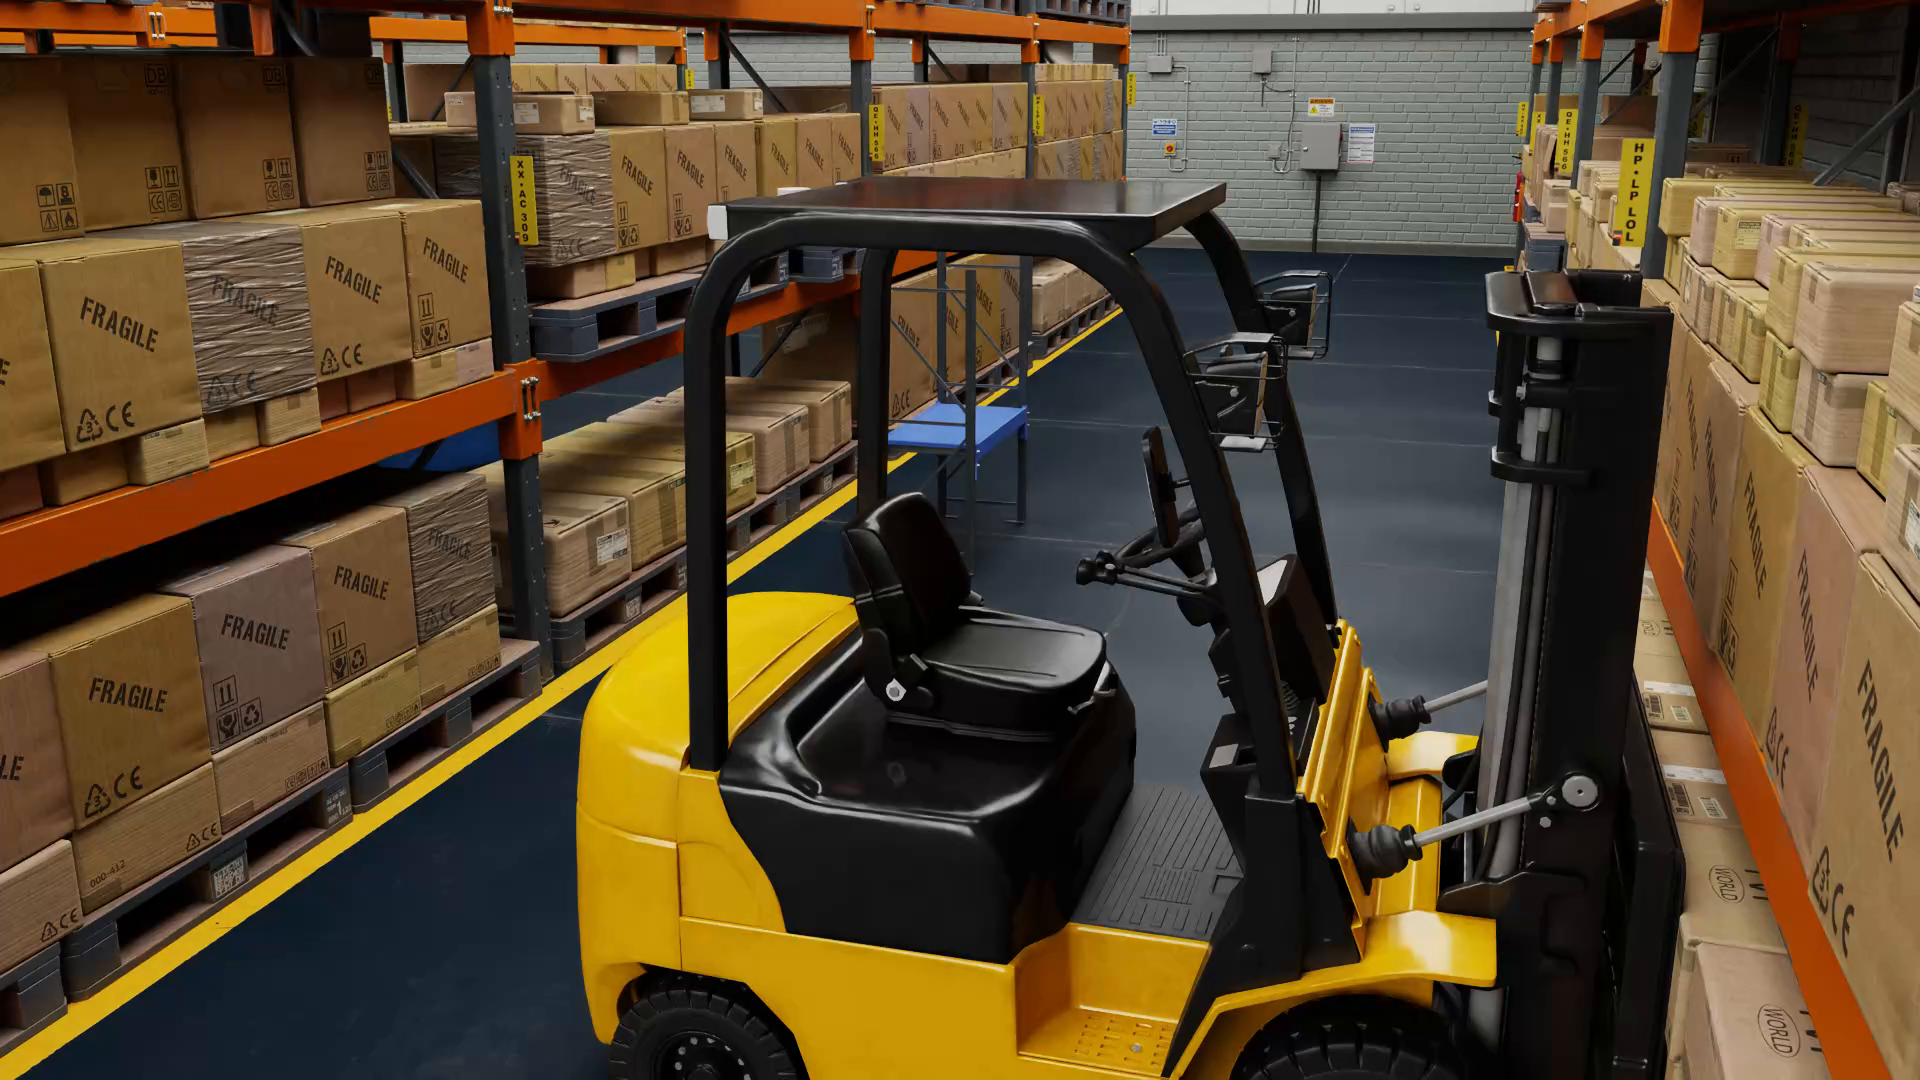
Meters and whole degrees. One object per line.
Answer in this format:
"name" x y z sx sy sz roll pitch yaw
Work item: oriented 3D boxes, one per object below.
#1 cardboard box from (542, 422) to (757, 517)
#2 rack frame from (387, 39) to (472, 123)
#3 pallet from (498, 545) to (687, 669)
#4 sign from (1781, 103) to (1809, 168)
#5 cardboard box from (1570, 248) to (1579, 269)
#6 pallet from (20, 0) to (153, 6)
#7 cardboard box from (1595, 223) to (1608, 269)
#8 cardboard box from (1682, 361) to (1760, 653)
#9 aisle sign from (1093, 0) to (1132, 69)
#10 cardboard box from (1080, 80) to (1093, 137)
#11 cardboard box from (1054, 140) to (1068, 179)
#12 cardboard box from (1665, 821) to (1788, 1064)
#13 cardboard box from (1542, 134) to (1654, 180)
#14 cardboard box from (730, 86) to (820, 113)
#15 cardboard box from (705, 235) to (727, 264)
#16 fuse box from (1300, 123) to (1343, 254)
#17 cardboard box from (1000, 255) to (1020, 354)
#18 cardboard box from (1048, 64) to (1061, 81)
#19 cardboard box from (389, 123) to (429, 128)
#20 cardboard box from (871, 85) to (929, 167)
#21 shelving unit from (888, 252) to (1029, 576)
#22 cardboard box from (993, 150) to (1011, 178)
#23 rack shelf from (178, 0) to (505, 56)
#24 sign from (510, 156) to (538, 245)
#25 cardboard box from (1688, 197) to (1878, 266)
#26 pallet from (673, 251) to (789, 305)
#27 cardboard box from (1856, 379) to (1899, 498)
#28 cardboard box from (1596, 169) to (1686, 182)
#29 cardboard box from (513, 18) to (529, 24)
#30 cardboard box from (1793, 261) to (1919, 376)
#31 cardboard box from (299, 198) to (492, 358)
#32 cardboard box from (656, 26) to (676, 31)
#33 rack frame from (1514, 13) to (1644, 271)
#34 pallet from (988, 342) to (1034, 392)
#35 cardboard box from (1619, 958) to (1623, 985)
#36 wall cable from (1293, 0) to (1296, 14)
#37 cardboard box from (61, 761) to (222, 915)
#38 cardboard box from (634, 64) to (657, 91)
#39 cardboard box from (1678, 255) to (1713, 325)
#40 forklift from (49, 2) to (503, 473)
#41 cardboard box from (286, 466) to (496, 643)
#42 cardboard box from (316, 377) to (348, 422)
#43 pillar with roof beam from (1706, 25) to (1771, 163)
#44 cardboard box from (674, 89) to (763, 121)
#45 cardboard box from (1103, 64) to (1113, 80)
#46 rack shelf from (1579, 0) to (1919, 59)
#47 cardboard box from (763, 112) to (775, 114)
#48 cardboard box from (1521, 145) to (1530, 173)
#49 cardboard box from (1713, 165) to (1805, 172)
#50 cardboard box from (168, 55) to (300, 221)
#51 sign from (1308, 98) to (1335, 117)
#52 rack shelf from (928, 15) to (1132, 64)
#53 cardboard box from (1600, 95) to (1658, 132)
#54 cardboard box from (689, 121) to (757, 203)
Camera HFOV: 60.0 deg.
"cardboard box" -1.614 -0.340 8.577 0.950 0.372 0.625 5 17 18
"rack frame" -4.659 -3.345 15.124 1.000 3.000 0.127 5 16 16
"pallet" -1.938 0.243 7.584 1.003 0.211 1.213 5 16 16
"sign" 4.272 -2.072 8.514 0.100 0.325 0.005 5 16 16
"cardboard box" 3.231 -1.256 8.036 0.500 0.250 0.500 4 16 15
"pallet" -5.928 -3.478 10.443 1.213 0.211 1.003 5 17 18
"cardboard box" 2.787 -1.095 6.553 0.500 0.250 0.500 5 17 17
"cardboard box" 1.788 -0.063 3.369 0.500 0.500 0.500 5 17 16
"aisle sign" 1.570 -5.279 17.181 0.394 0.787 0.004 5 16 16
"cardboard box" 0.935 -4.019 15.485 0.500 0.500 0.500 5 16 15
"cardboard box" 0.647 -3.269 14.675 0.500 0.500 0.500 5 17 16
"cardboard box" 1.571 0.764 3.074 0.500 0.250 0.500 5 17 17
"cardboard box" 4.026 -2.250 10.306 0.797 0.503 0.637 4 16 15
"cardboard box" -1.125 -2.625 10.573 0.500 0.500 0.500 4 16 14
"cardboard box" -1.301 -1.434 8.080 0.380 0.149 0.250 5 17 18
"fuse box" 4.805 -4.690 22.228 0.539 1.711 0.414 5 16 16
"cardboard box" 0.016 -1.999 13.503 0.875 0.875 0.875 5 17 18
"cardboard box" 0.673 -4.090 14.546 0.380 0.149 0.250 5 16 15
"cardboard box" -4.737 -3.454 14.111 0.380 0.149 0.250 4 16 14
"cardboard box" -0.515 -2.710 10.873 0.500 0.500 0.500 5 16 16
"shelving unit" -0.024 -0.699 8.546 0.538 1.500 1.048 5 16 16
"cardboard box" 0.089 -2.890 12.880 0.500 0.250 0.500 5 17 17
"rack shelf" -2.726 -1.468 4.329 1.077 0.370 4.000 5 16 16
"sign" -1.635 -1.271 6.226 0.100 0.325 0.005 5 16 16
"cardboard box" 2.004 -0.751 4.063 0.380 0.149 0.250 5 17 17
"pallet" -1.544 -1.327 8.364 1.003 0.211 1.213 5 16 16
"cardboard box" 1.554 -0.133 2.428 0.380 0.149 0.250 5 16 15
"cardboard box" 3.181 -1.648 7.770 0.380 0.149 0.250 5 17 16
"cardboard box" -4.274 -4.816 15.090 0.500 0.250 0.500 5 17 19
"cardboard box" 1.564 -0.351 2.652 0.380 0.149 0.250 5 17 17
"cardboard box" -2.045 -0.950 5.953 0.500 0.500 0.500 4 16 14
"cardboard box" -3.398 -5.623 17.933 0.500 0.250 0.500 4 16 15
"rack frame" 6.013 -3.650 16.200 1.000 3.000 0.127 5 16 16
"pallet" -0.031 -1.438 13.512 1.003 0.211 1.213 5 16 16
"cardboard box" 1.724 1.112 3.680 0.500 0.250 0.500 5 17 18
"wall cable" 3.319 -8.371 21.851 2.355 3.000 0.029 5 16 16
"cardboard box" -2.505 0.807 4.757 0.500 0.250 0.500 6 17 20
"cardboard box" -3.558 -4.792 17.666 0.500 0.500 0.500 4 16 14
"cardboard box" 1.999 -0.610 4.113 0.380 0.149 0.250 5 17 17
"forklift" -3.705 -1.383 8.335 1.130 2.935 3.031 12 20 36
"cardboard box" -2.068 0.041 6.082 0.500 0.500 0.500 4 16 15
"cardboard box" -2.254 -0.474 5.463 0.380 0.149 0.250 4 16 15
"pillar with roof beam" 1.810 -5.936 13.265 9.100 9.000 0.400 5 16 16
"cardboard box" -1.215 -2.196 8.388 0.380 0.149 0.250 4 16 13
"cardboard box" 1.301 -4.623 16.428 0.380 0.149 0.250 4 16 15
"rack shelf" 3.171 -2.131 6.665 1.077 0.370 4.000 5 16 16
"cardboard box" -1.371 -2.234 9.711 0.500 0.500 0.500 4 16 14
"cardboard box" 5.625 -3.623 15.835 0.500 0.250 0.500 5 17 16
"cardboard box" 3.874 -1.739 8.092 0.380 0.149 0.250 5 17 17
"cardboard box" -2.657 -1.336 5.483 0.700 0.500 0.500 5 17 16
"sign" 4.811 -5.765 22.146 0.339 0.242 0.001 5 16 16
"rack shelf" 0.684 -4.607 15.398 1.077 0.370 4.000 5 16 16
"cardboard box" 5.554 -3.404 13.689 0.500 0.500 0.500 4 16 14
"cardboard box" -1.318 -1.783 8.119 0.500 0.500 0.500 4 16 14
